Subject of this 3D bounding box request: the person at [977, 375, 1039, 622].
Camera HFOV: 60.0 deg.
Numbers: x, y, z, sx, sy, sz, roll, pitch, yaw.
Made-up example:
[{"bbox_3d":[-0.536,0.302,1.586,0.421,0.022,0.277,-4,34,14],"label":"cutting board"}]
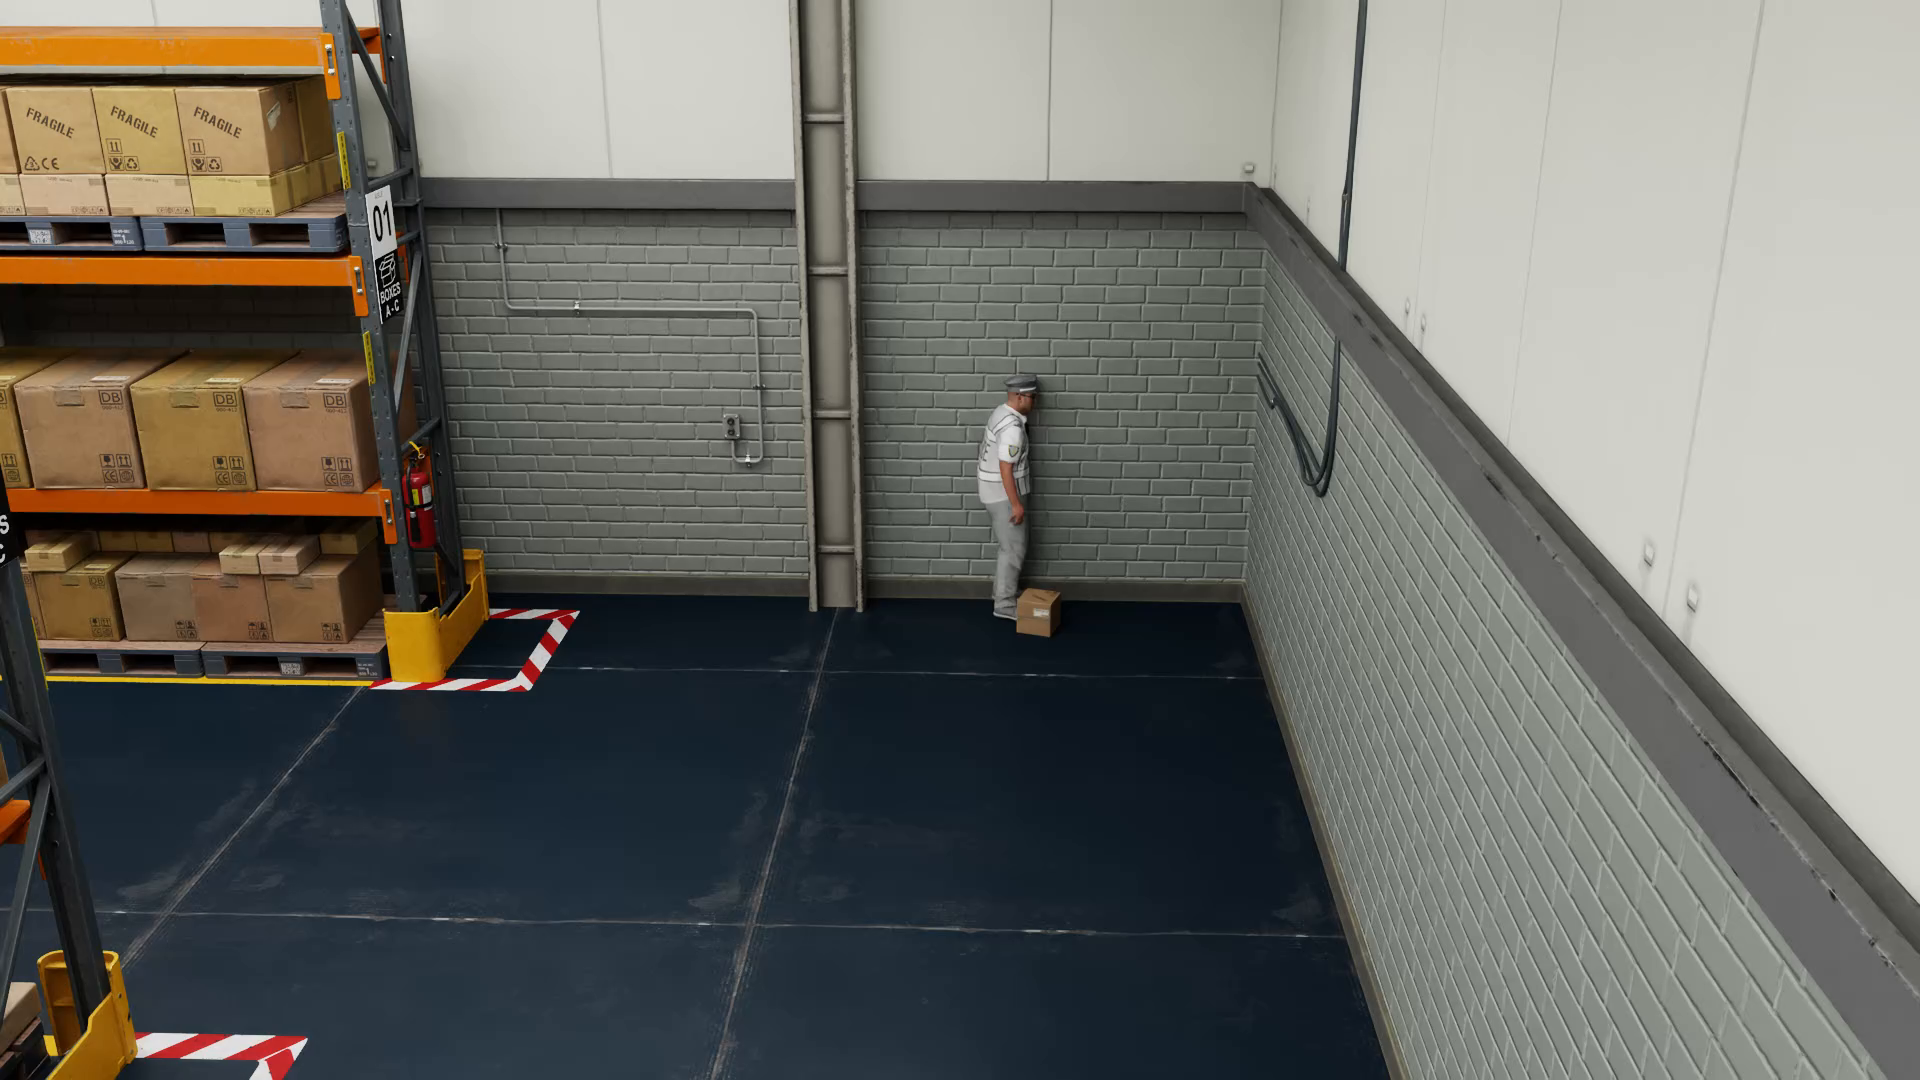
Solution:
[{"bbox_3d":[0.346,-0.325,11.933,0.440,1.747,0.604,-1,21,-2],"label":"person"}]
